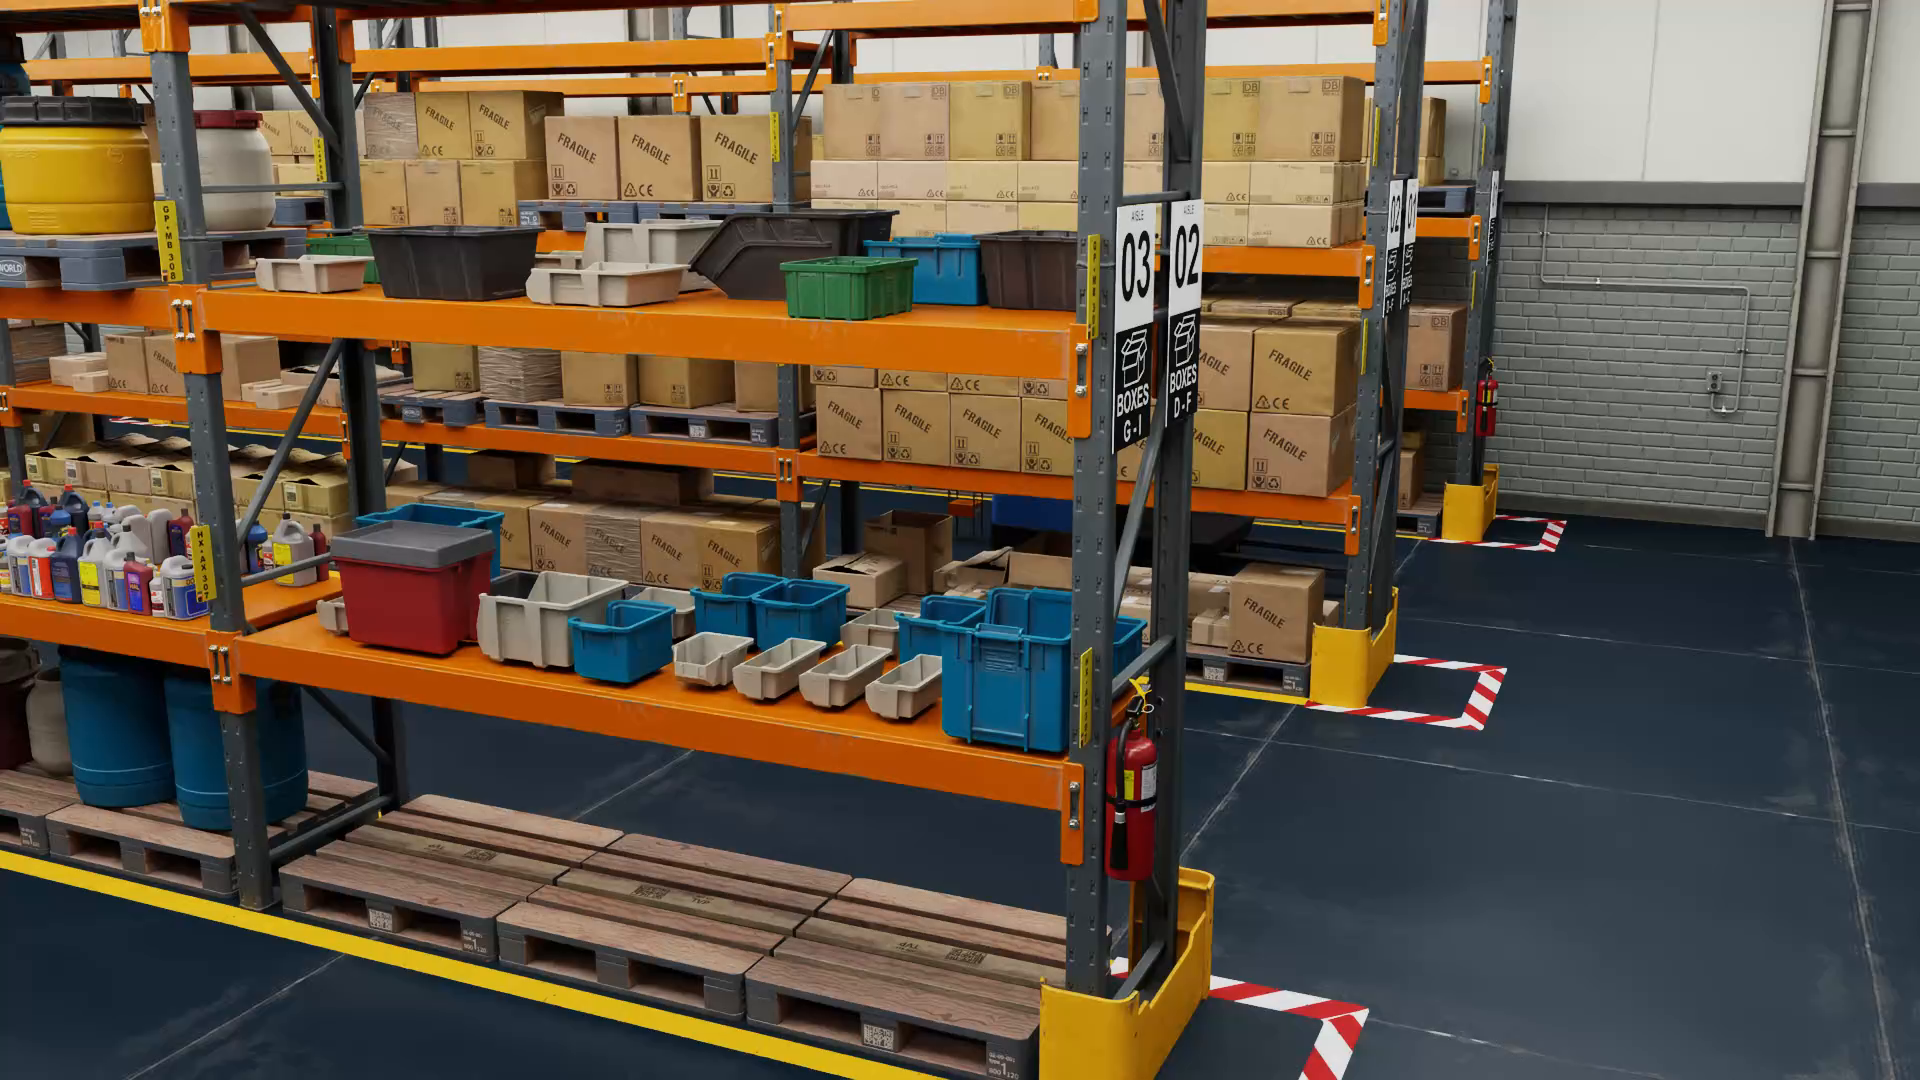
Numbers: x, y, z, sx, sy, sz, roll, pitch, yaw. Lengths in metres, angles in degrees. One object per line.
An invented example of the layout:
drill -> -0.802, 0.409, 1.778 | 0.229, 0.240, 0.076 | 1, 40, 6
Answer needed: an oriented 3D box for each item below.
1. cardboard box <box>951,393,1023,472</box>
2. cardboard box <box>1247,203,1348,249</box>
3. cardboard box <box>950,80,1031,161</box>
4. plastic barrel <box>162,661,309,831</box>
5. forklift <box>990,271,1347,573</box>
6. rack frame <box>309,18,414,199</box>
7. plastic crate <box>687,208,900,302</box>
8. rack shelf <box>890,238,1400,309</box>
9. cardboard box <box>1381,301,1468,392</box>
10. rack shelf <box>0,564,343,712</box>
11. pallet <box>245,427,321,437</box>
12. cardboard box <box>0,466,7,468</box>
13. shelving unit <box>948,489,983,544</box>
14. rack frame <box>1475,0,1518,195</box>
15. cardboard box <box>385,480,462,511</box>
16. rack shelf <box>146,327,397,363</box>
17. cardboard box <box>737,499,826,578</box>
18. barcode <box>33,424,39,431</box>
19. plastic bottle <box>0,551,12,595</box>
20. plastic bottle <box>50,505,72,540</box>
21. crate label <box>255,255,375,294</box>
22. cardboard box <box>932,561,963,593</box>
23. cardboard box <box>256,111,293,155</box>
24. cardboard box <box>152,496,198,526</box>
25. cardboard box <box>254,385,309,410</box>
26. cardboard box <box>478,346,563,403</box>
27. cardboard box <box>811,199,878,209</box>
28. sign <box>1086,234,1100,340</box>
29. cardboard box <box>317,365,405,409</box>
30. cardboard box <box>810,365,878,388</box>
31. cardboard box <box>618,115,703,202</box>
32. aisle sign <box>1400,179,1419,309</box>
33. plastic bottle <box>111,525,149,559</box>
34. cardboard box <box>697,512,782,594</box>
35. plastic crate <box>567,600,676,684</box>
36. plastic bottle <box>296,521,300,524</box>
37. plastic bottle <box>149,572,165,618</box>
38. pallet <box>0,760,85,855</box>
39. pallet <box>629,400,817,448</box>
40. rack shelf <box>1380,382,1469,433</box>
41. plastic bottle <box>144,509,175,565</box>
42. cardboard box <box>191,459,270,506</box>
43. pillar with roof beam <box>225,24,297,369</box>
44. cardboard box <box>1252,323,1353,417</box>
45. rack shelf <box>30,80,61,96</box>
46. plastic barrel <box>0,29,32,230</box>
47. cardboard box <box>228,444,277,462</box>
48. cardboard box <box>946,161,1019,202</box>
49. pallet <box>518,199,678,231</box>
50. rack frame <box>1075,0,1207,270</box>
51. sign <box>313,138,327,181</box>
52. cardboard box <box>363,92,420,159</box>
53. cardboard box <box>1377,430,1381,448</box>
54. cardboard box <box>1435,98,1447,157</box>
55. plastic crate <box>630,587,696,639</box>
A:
cardboard box -> 0.264, -0.763, 11.220 | 0.500, 0.500, 0.500 | 6, 14, 23
cardboard box -> 2.063, -1.921, 10.139 | 0.500, 0.250, 0.500 | 6, 14, 23
cardboard box -> 0.302, -2.749, 10.932 | 0.500, 0.500, 0.700 | 6, 14, 23
plastic barrel -> -3.518, 0.886, 8.087 | 0.708, 0.901, 0.600 | 6, 14, 23
forklift -> 1.802, -1.208, 13.487 | 3.031, 2.935, 1.130 | 7, 15, 27
rack frame -> -4.675, -4.202, 12.965 | 0.127, 3.000, 1.000 | 6, 14, 23
plastic crate -> -0.656, -1.136, 6.600 | 0.767, 0.338, 0.504 | 6, 14, 23
rack shelf -> 0.811, -1.837, 11.024 | 4.000, 0.370, 1.077 | 6, 14, 23
cardboard box -> 4.172, -1.768, 15.065 | 0.700, 0.700, 0.980 | 7, 15, 26
rack shelf -> -4.856, 0.288, 8.537 | 4.000, 0.370, 1.077 | 6, 14, 23
pallet -> -8.077, -1.497, 20.671 | 1.213, 0.211, 1.003 | 6, 14, 23
cardboard box -> -9.298, -0.563, 15.689 | 0.500, 0.250, 0.500 | 6, 14, 23
shelving unit -> 0.049, -0.506, 14.614 | 0.252, 1.050, 0.215 | 6, 14, 23
rack frame -> 4.643, -4.497, 14.222 | 0.127, 3.000, 1.000 | 6, 14, 23
cardboard box -> -4.374, -0.177, 13.452 | 0.500, 0.500, 0.500 | 6, 15, 26
rack shelf -> -8.157, -2.522, 20.510 | 4.000, 0.370, 1.077 | 6, 14, 23
cardboard box -> -1.361, -0.004, 12.716 | 0.500, 0.500, 0.500 | 5, 14, 21
barcode -> -8.267, -1.006, 14.883 | 0.075, 0.075, 0.001 | 6, 14, 23
plastic bottle -> -4.554, 0.153, 7.974 | 0.097, 0.201, 0.097 | 0, 13, 0
plastic bottle -> -4.686, -0.049, 8.677 | 0.097, 0.271, 0.097 | 0, 13, 0
crate label -> -2.697, -1.104, 6.903 | 0.466, 0.136, 0.293 | 6, 14, 23
cardboard box -> -0.014, 0.278, 12.282 | 0.250, 0.149, 0.380 | 6, 14, 23
cardboard box -> -7.884, -4.777, 19.528 | 0.500, 0.500, 0.500 | 5, 14, 21
cardboard box -> -6.657, -0.286, 14.509 | 0.500, 0.250, 0.500 | 6, 15, 24
cardboard box -> -5.609, -1.185, 13.788 | 0.250, 0.149, 0.380 | 6, 14, 23
cardboard box -> -3.294, -1.376, 12.913 | 0.500, 0.500, 0.700 | 9, 16, 34
cardboard box -> -0.673, -2.202, 11.336 | 0.500, 0.250, 0.500 | 6, 14, 23
sign -> 0.422, -0.800, 5.262 | 0.005, 0.325, 0.100 | 6, 14, 23
cardboard box -> -4.990, -1.281, 13.843 | 0.500, 0.311, 0.500 | 7, 15, 27
cardboard box -> -0.701, -1.345, 11.512 | 0.500, 0.500, 0.500 | 6, 15, 25
cardboard box -> -2.068, -2.793, 12.167 | 0.600, 0.600, 0.600 | 6, 14, 23
aisle sign -> 2.821, -1.862, 10.434 | 0.004, 0.787, 0.394 | 6, 14, 23
plastic bottle -> -3.942, 0.100, 7.871 | 0.185, 0.351, 0.144 | 6, 14, 23
cardboard box -> -1.585, 0.105, 12.248 | 0.500, 0.500, 0.500 | 6, 14, 23
plastic crate -> -1.352, 0.409, 6.682 | 0.300, 0.233, 0.416 | 6, 14, 23
plastic bottle -> -3.312, 0.044, 8.256 | 0.133, 0.283, 0.061 | 6, 14, 23
plastic bottle -> -3.636, 0.245, 7.578 | 0.097, 0.201, 0.097 | 0, 13, 0
pallet -> -4.835, 1.288, 8.806 | 1.213, 0.211, 1.003 | 6, 14, 23
pallet -> -1.704, -0.915, 12.508 | 1.213, 0.211, 1.003 | 6, 14, 23
rack shelf -> 2.814, -1.411, 15.778 | 4.000, 0.370, 1.077 | 6, 14, 23
plastic bottle -> -4.143, -0.025, 8.567 | 0.135, 0.276, 0.152 | 6, 14, 23
cardboard box -> -6.192, -0.512, 14.241 | 0.500, 0.311, 0.500 | 6, 14, 23
pillar with roof beam -> -10.739, -5.194, 17.193 | 0.400, 9.000, 9.100 | 6, 14, 23
cardboard box -> 2.121, -1.061, 10.301 | 0.500, 0.500, 0.500 | 6, 14, 23
rack shelf -> -10.160, -4.213, 15.459 | 4.000, 0.370, 1.077 | 6, 14, 23
plastic barrel -> -4.650, -1.912, 7.755 | 0.708, 0.901, 0.600 | 6, 14, 23
cardboard box -> -6.454, -0.672, 14.926 | 0.500, 0.311, 0.500 | 6, 14, 23
cardboard box -> 0.237, -2.351, 10.875 | 0.500, 0.250, 0.500 | 6, 14, 23
pallet -> -2.535, -2.451, 12.478 | 1.003, 0.211, 1.213 | 6, 14, 23
rack frame -> 0.630, -2.428, 5.403 | 0.127, 3.000, 1.000 | 6, 14, 23
sign -> -4.907, -2.917, 12.749 | 0.005, 0.325, 0.100 | 6, 14, 23
cardboard box -> -4.278, -3.236, 13.005 | 0.500, 0.500, 0.500 | 6, 14, 23
cardboard box -> 3.771, -0.897, 15.146 | 0.250, 0.149, 0.380 | 6, 14, 23
cardboard box -> 4.073, -3.700, 14.939 | 0.500, 0.500, 0.500 | 5, 14, 21
plastic crate -> -1.313, 0.320, 7.270 | 0.466, 0.136, 0.293 | 6, 14, 23
